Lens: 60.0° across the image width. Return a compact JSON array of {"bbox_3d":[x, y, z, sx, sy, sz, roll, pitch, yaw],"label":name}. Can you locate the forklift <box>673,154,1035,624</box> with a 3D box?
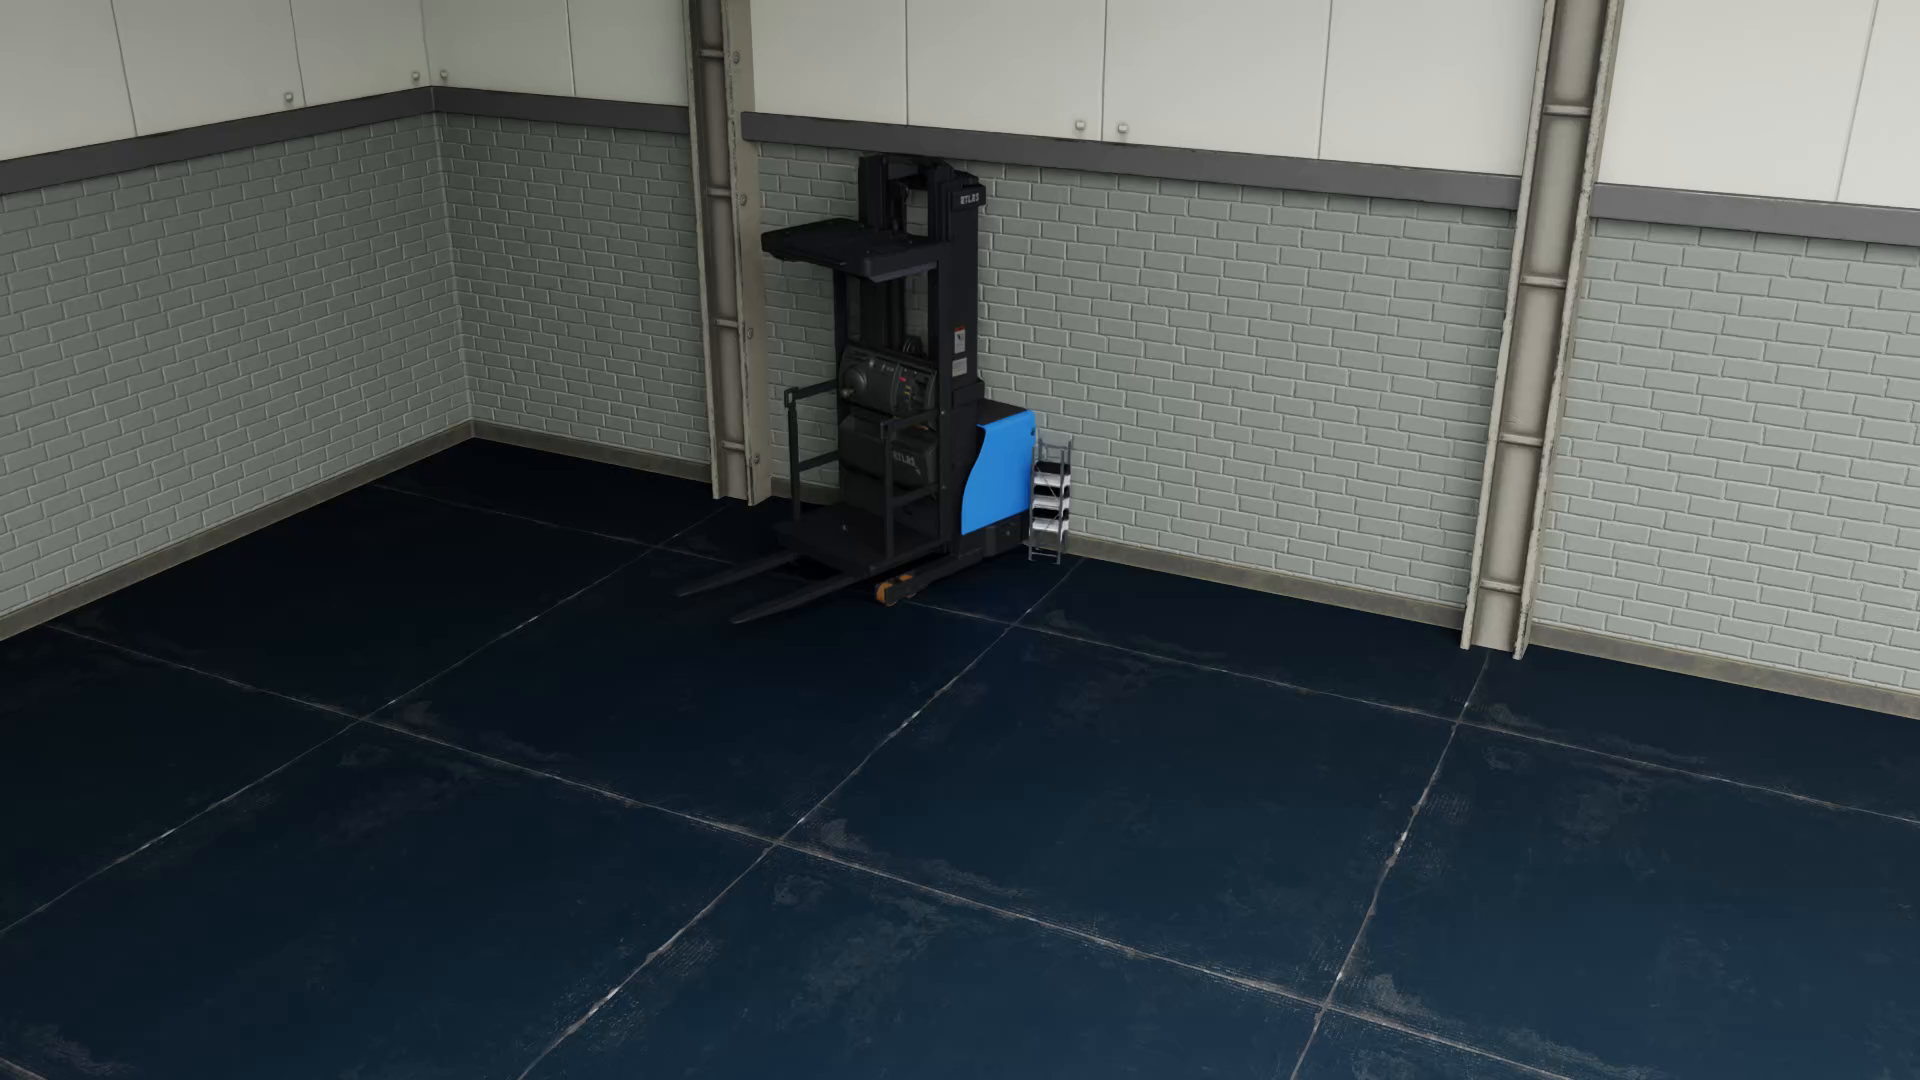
[{"bbox_3d":[-0.663,-1.111,11.644,1.130,2.935,3.031,21,31,40],"label":"forklift"}]

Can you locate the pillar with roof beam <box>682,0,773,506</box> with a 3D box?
[{"bbox_3d":[-3.719,-2.998,8.328,0.400,9.000,9.100,11,25,25],"label":"pillar with roof beam"}]

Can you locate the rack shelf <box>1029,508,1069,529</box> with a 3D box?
[{"bbox_3d":[0.661,-0.173,12.342,0.258,0.077,0.200,8,24,16],"label":"rack shelf"}]

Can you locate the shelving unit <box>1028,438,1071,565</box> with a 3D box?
[{"bbox_3d":[0.663,-0.286,12.293,0.258,0.900,0.210,8,24,16],"label":"shelving unit"}]

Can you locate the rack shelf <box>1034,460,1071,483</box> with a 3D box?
[{"bbox_3d":[0.666,-0.503,12.200,0.258,0.077,0.200,8,24,16],"label":"rack shelf"}]

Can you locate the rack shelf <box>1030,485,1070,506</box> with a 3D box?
[{"bbox_3d":[0.664,-0.338,12.271,0.258,0.077,0.200,8,24,16],"label":"rack shelf"}]

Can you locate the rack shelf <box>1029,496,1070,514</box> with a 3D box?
[{"bbox_3d":[0.663,-0.255,12.306,0.258,0.077,0.200,8,24,16],"label":"rack shelf"}]

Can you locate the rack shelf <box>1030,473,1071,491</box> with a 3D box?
[{"bbox_3d":[0.665,-0.420,12.235,0.258,0.077,0.200,8,24,16],"label":"rack shelf"}]

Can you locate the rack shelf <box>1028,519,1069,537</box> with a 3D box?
[{"bbox_3d":[0.660,-0.090,12.378,0.258,0.077,0.200,8,24,16],"label":"rack shelf"}]

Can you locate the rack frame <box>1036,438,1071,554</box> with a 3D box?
[{"bbox_3d":[0.693,-0.324,12.382,0.240,0.900,0.006,8,24,16],"label":"rack frame"}]

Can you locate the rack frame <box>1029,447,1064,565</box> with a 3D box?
[{"bbox_3d":[0.633,-0.248,12.204,0.240,0.900,0.006,8,24,16],"label":"rack frame"}]

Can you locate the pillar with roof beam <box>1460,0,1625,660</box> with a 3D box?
[{"bbox_3d":[1.636,-1.939,5.836,0.400,9.000,9.100,11,25,25],"label":"pillar with roof beam"}]
